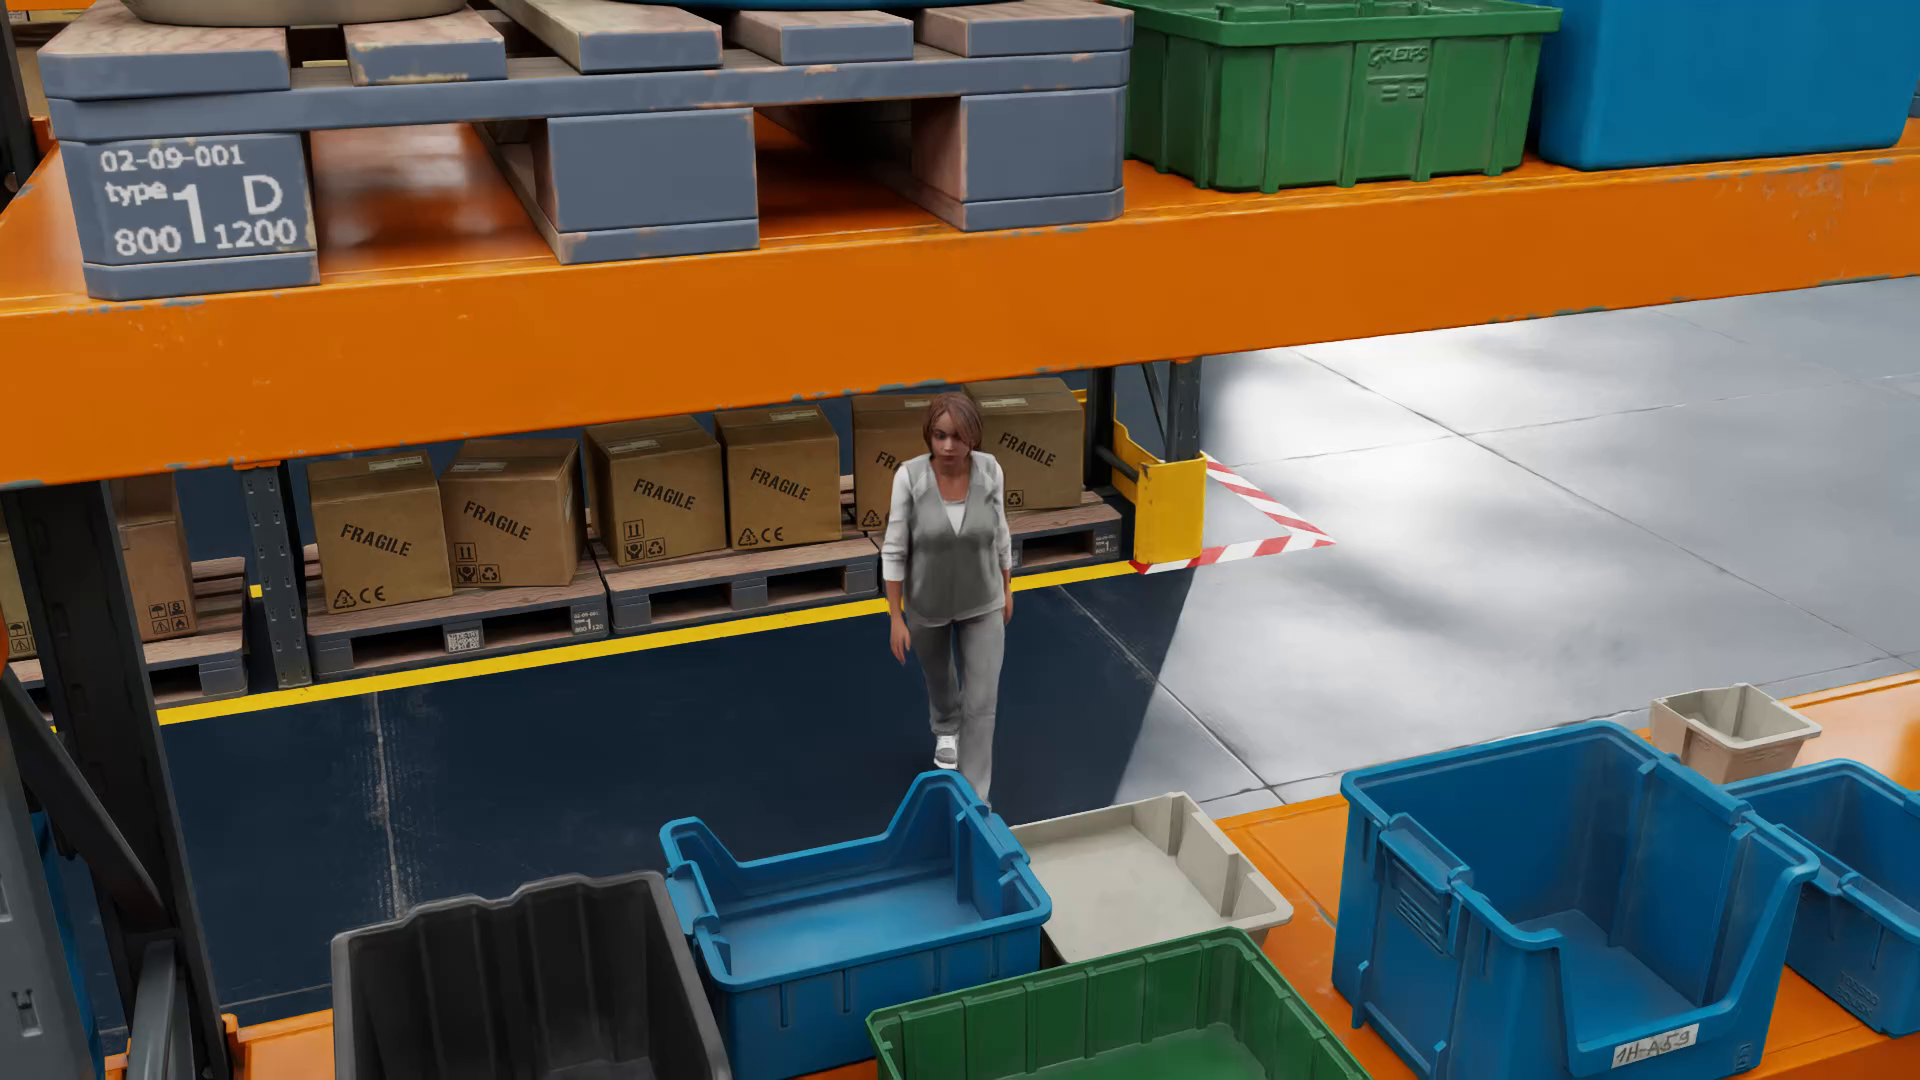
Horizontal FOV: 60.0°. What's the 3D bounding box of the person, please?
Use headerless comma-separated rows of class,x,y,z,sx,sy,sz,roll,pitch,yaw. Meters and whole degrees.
person,-0.037,0.228,5.554,0.443,1.530,0.950,0,23,0
